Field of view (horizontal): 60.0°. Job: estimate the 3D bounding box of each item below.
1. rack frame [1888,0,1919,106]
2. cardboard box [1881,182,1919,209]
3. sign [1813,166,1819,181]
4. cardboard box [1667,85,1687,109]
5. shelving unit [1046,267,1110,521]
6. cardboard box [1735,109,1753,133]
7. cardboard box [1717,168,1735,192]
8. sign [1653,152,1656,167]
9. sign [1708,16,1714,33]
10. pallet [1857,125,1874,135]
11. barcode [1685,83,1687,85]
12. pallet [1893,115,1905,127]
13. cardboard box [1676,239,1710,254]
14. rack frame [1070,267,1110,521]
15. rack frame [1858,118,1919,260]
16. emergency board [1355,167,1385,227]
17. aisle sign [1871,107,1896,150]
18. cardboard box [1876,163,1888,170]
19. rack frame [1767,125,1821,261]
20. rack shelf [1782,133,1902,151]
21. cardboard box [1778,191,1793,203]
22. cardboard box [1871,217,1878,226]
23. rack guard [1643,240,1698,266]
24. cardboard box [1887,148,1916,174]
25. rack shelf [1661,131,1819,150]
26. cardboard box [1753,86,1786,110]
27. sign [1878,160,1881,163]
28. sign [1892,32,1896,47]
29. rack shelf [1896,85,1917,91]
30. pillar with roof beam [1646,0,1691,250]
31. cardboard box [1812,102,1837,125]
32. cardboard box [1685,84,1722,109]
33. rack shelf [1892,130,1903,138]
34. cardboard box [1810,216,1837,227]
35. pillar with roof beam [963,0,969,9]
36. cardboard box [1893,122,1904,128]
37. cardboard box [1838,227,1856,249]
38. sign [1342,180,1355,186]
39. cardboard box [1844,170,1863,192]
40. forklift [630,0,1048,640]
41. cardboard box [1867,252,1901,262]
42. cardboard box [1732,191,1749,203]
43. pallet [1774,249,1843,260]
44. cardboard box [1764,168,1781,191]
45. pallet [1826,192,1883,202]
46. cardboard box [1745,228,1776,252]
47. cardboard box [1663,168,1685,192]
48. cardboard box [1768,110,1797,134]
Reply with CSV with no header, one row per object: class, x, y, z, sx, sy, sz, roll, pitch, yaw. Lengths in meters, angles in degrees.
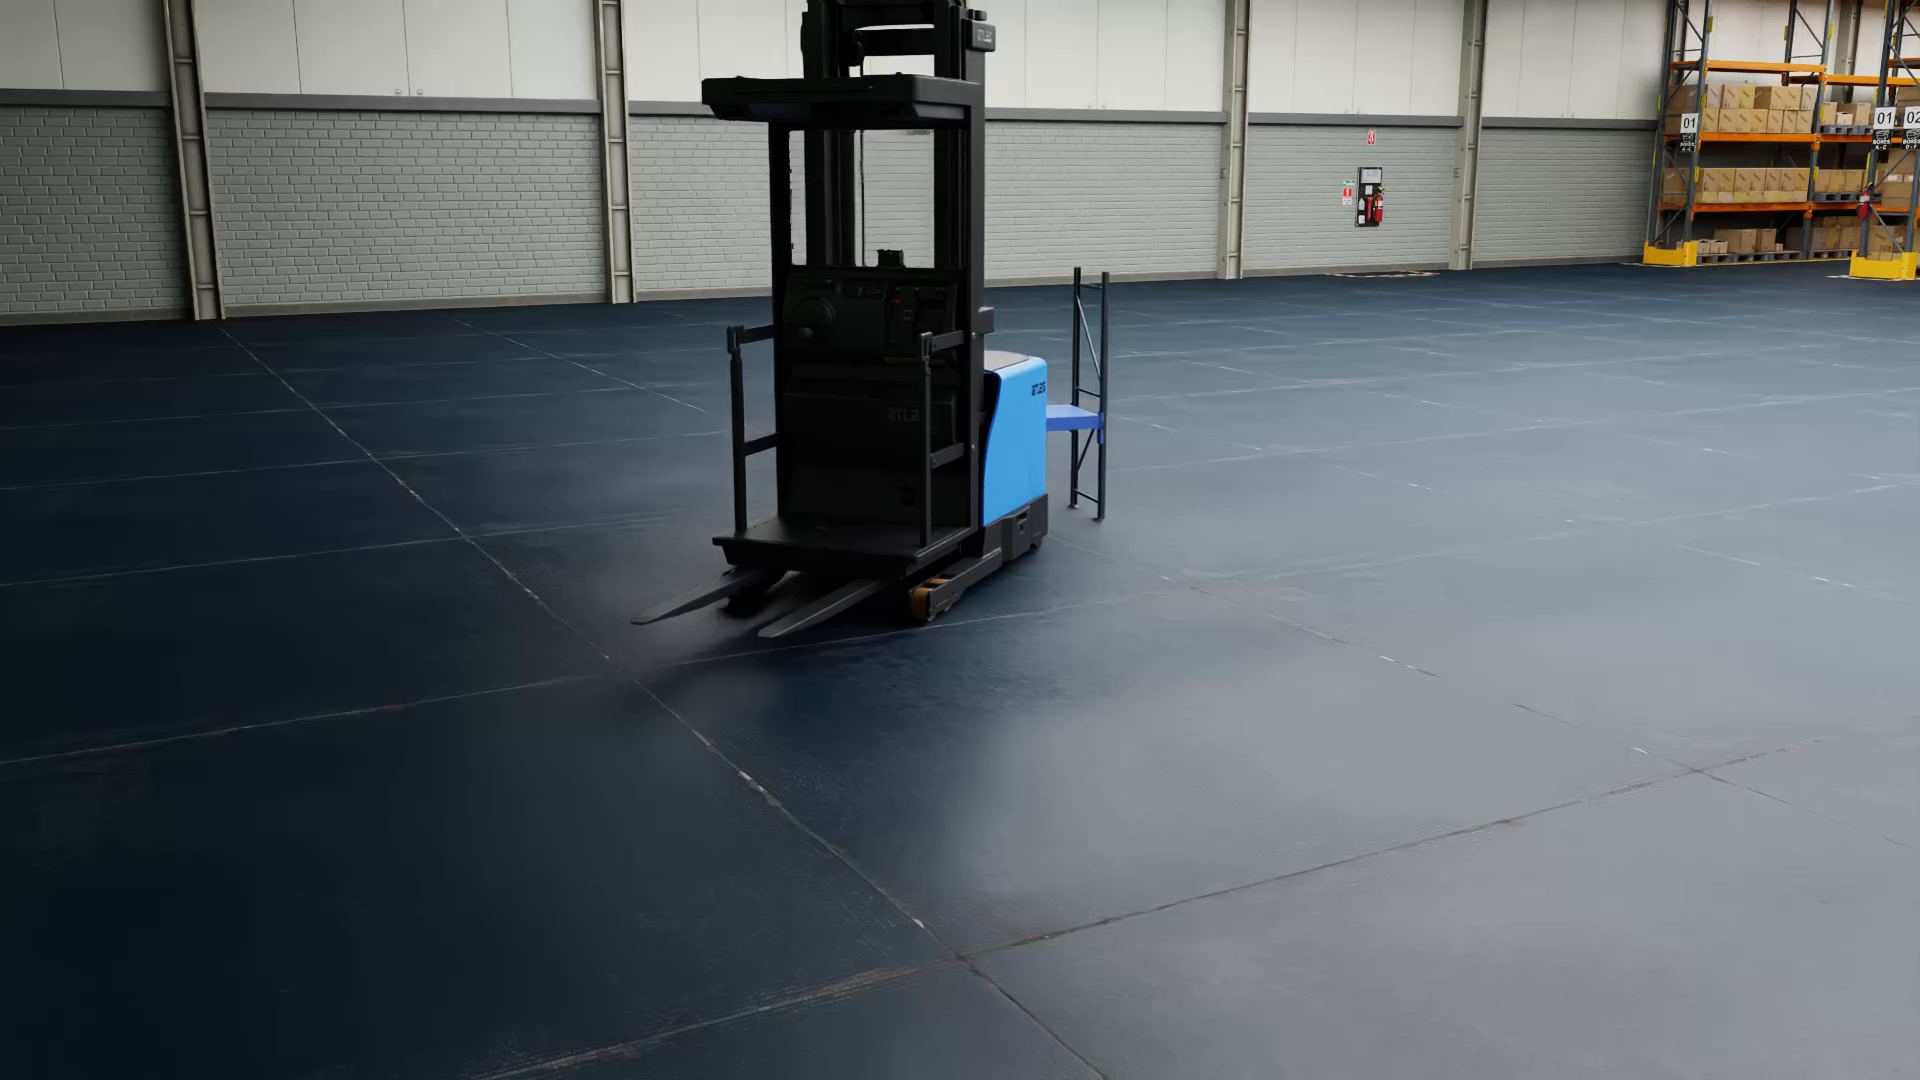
rack frame,22.529,-11.281,39.240,0.127,3.000,1.000,-7,14,-28
cardboard box,18.299,-6.654,32.115,0.500,0.500,0.700,-7,14,-28
sign,19.284,-8.252,37.473,0.005,0.325,0.100,-7,14,-28
cardboard box,15.760,-9.618,36.132,0.500,0.500,0.500,-6,14,-25
shelving unit,0.308,-0.866,10.042,1.048,1.500,0.538,-4,13,-17
cardboard box,16.862,-9.127,36.226,0.500,0.500,0.500,-6,14,-25
cardboard box,16.508,-7.857,36.279,0.500,0.500,0.500,-7,14,-28
sign,15.258,-8.341,36.482,0.005,0.325,0.100,-7,14,-28
sign,15.767,-10.829,34.925,0.005,0.325,0.100,-7,14,-28
pallet,20.519,-9.459,38.405,1.003,0.211,1.213,-7,14,-28
barcode,15.890,-9.976,36.403,0.075,0.075,0.001,-7,14,-28
pallet,18.517,-8.048,31.908,1.213,0.211,1.003,-7,14,-28
cardboard box,16.157,-6.471,36.653,0.500,0.311,0.500,-9,15,-34
rack frame,0.792,-0.900,10.192,0.032,1.500,0.500,-4,13,-17
rack frame,17.884,-6.558,31.919,0.127,3.000,1.000,-7,14,-28
emergency board,8.253,-6.869,33.300,0.643,1.169,0.194,-7,14,-28
aisle sign,17.685,-7.876,31.854,0.004,0.787,0.394,-7,14,-28
cardboard box,21.965,-8.855,39.418,0.250,0.149,0.380,-10,16,-37
rack frame,19.018,-7.933,38.029,0.127,3.000,1.000,-7,14,-28
rack shelf,20.773,-9.256,38.714,4.000,0.370,1.077,-7,14,-28
cardboard box,18.306,-7.711,37.337,0.500,0.250,0.500,-7,14,-28
cardboard box,21.391,-7.582,39.449,0.500,0.250,0.500,-7,14,-27
rack guard,15.573,-6.301,36.469,0.348,0.500,1.175,-7,14,-28
cardboard box,18.346,-7.292,31.998,0.500,0.500,0.700,-7,14,-28
rack shelf,17.262,-8.835,36.844,4.000,0.370,1.077,-7,14,-28
cardboard box,17.778,-9.722,36.592,0.500,0.500,0.500,-7,15,-30
sign,22.260,-9.026,40.246,0.005,0.325,0.100,-7,14,-28
sign,22.260,-11.921,39.594,0.005,0.325,0.100,-7,14,-28
rack shelf,24.284,-10.945,40.298,4.000,0.370,1.077,-7,14,-28
pillar with roof beam,17.769,-9.850,32.882,0.400,9.000,9.100,-7,14,-28
cardboard box,19.536,-9.693,37.830,0.500,0.500,0.500,-5,13,-20
cardboard box,15.961,-9.516,35.679,0.500,0.500,0.500,-8,15,-32
rack shelf,19.639,-7.881,32.604,4.000,0.370,1.077,-7,14,-28
cardboard box,20.041,-7.422,38.740,0.500,0.250,0.500,-7,15,-29
pillar with roof beam,1.970,-7.957,24.468,0.400,9.000,9.100,-7,14,-28
cardboard box,22.026,-9.656,39.009,0.500,0.311,0.500,-7,14,-28
cardboard box,20.552,-7.119,39.102,0.500,0.500,0.700,-7,14,-27
sign,7.726,-7.106,33.062,0.331,0.109,0.001,-7,14,-28
cardboard box,20.538,-8.377,38.768,0.500,0.500,0.700,-5,14,-20
forklift,-0.524,-1.146,8.024,1.130,2.935,3.031,5,14,21
cardboard box,18.213,-5.535,32.679,0.500,0.250,0.500,-7,14,-28
cardboard box,16.986,-7.549,36.618,0.500,0.250,0.500,-7,15,-29
pallet,19.700,-6.655,38.700,1.213,0.211,1.003,-7,14,-28
cardboard box,17.868,-8.022,37.011,0.500,0.500,0.500,-7,15,-29
pallet,20.811,-8.045,38.960,1.213,0.211,1.003,-7,14,-28
cardboard box,18.126,-6.812,37.736,0.500,0.500,0.500,-8,15,-32
cardboard box,15.819,-7.906,36.494,0.500,0.500,0.500,-7,14,-28
cardboard box,18.243,-9.304,37.013,0.500,0.500,0.500,-8,15,-33
